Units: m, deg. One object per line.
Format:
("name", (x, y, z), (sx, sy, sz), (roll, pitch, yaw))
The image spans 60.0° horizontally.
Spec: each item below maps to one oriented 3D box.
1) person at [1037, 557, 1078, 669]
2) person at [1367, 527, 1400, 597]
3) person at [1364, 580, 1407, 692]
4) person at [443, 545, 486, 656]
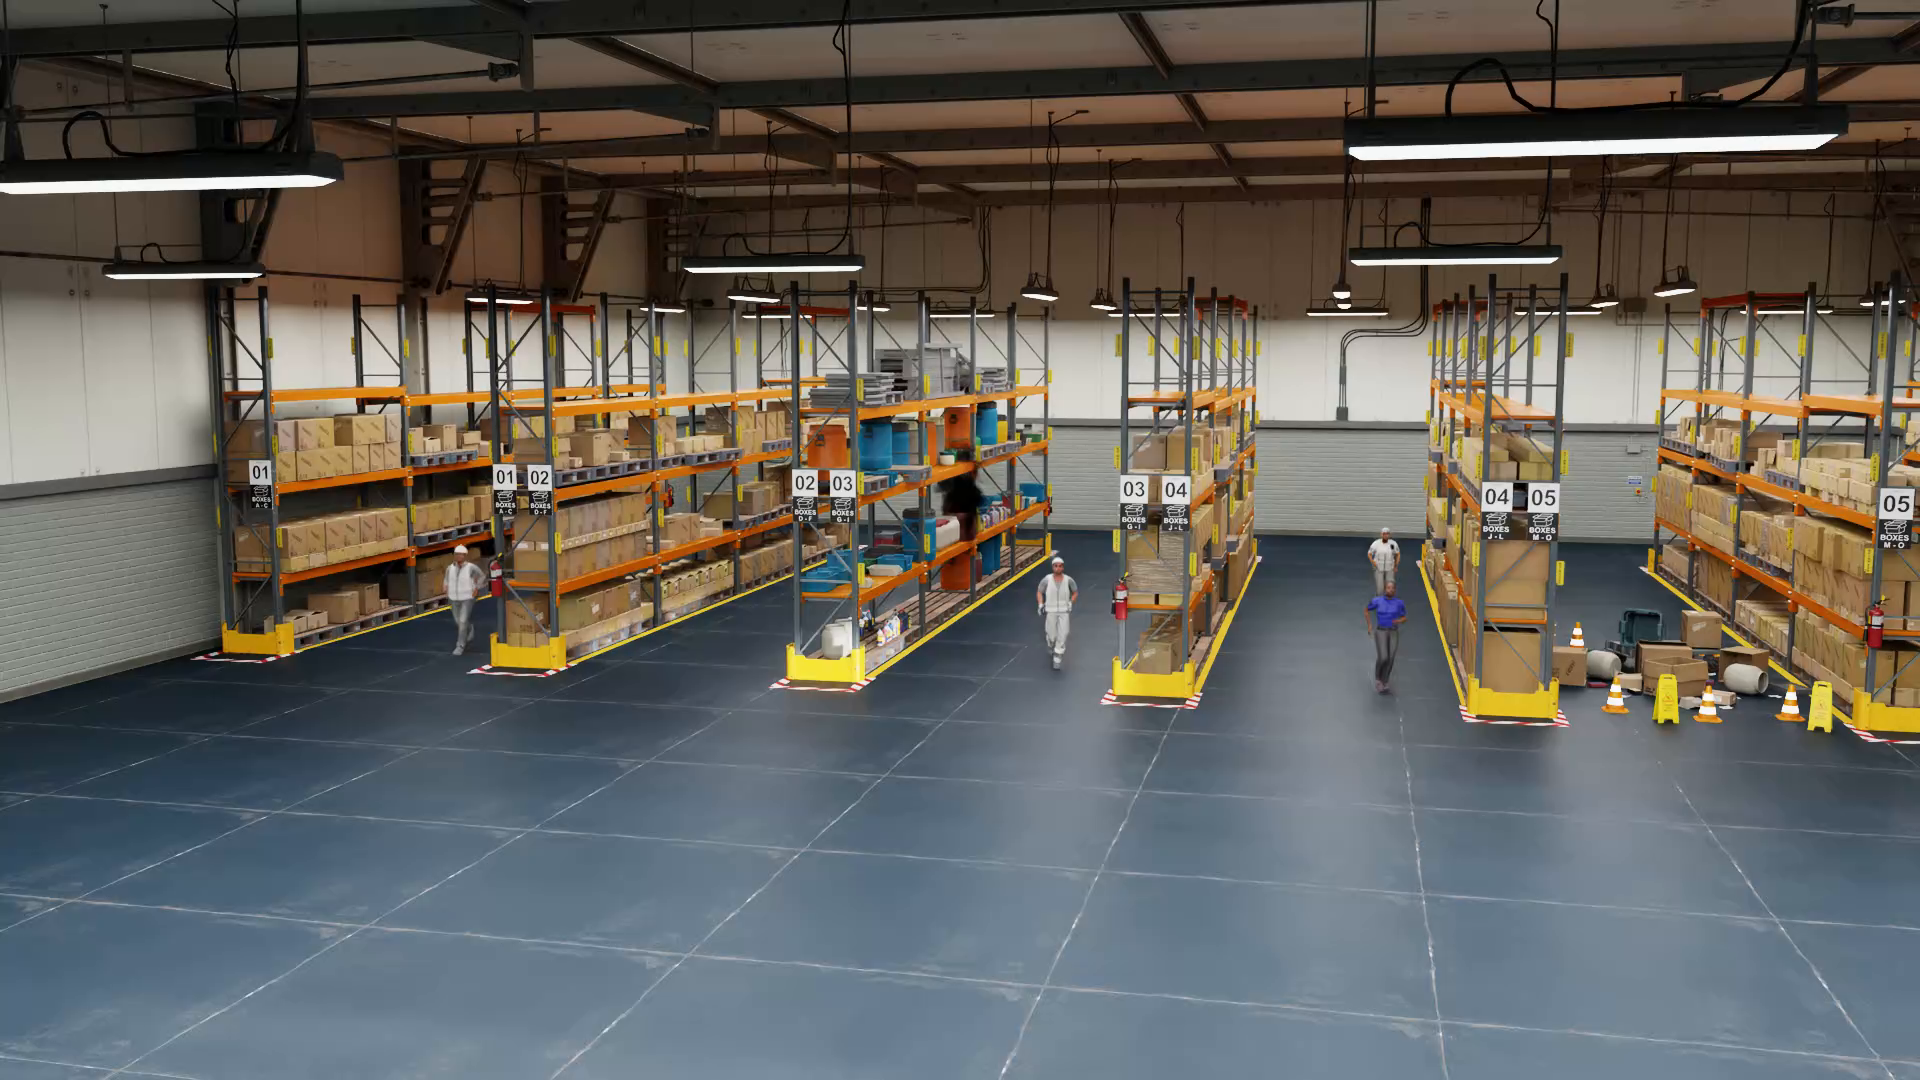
("person", (1.542, 1.141, 26.198), (0.657, 1.743, 0.550), (0, 7, 0))
("person", (8.055, 0.568, 31.612), (0.621, 1.629, 0.548), (1, 7, 11))
("person", (6.222, 1.412, 24.233), (0.561, 1.624, 0.622), (0, 7, 1))
("person", (-8.228, 0.973, 27.538), (0.661, 1.777, 0.922), (1, 7, 8))
